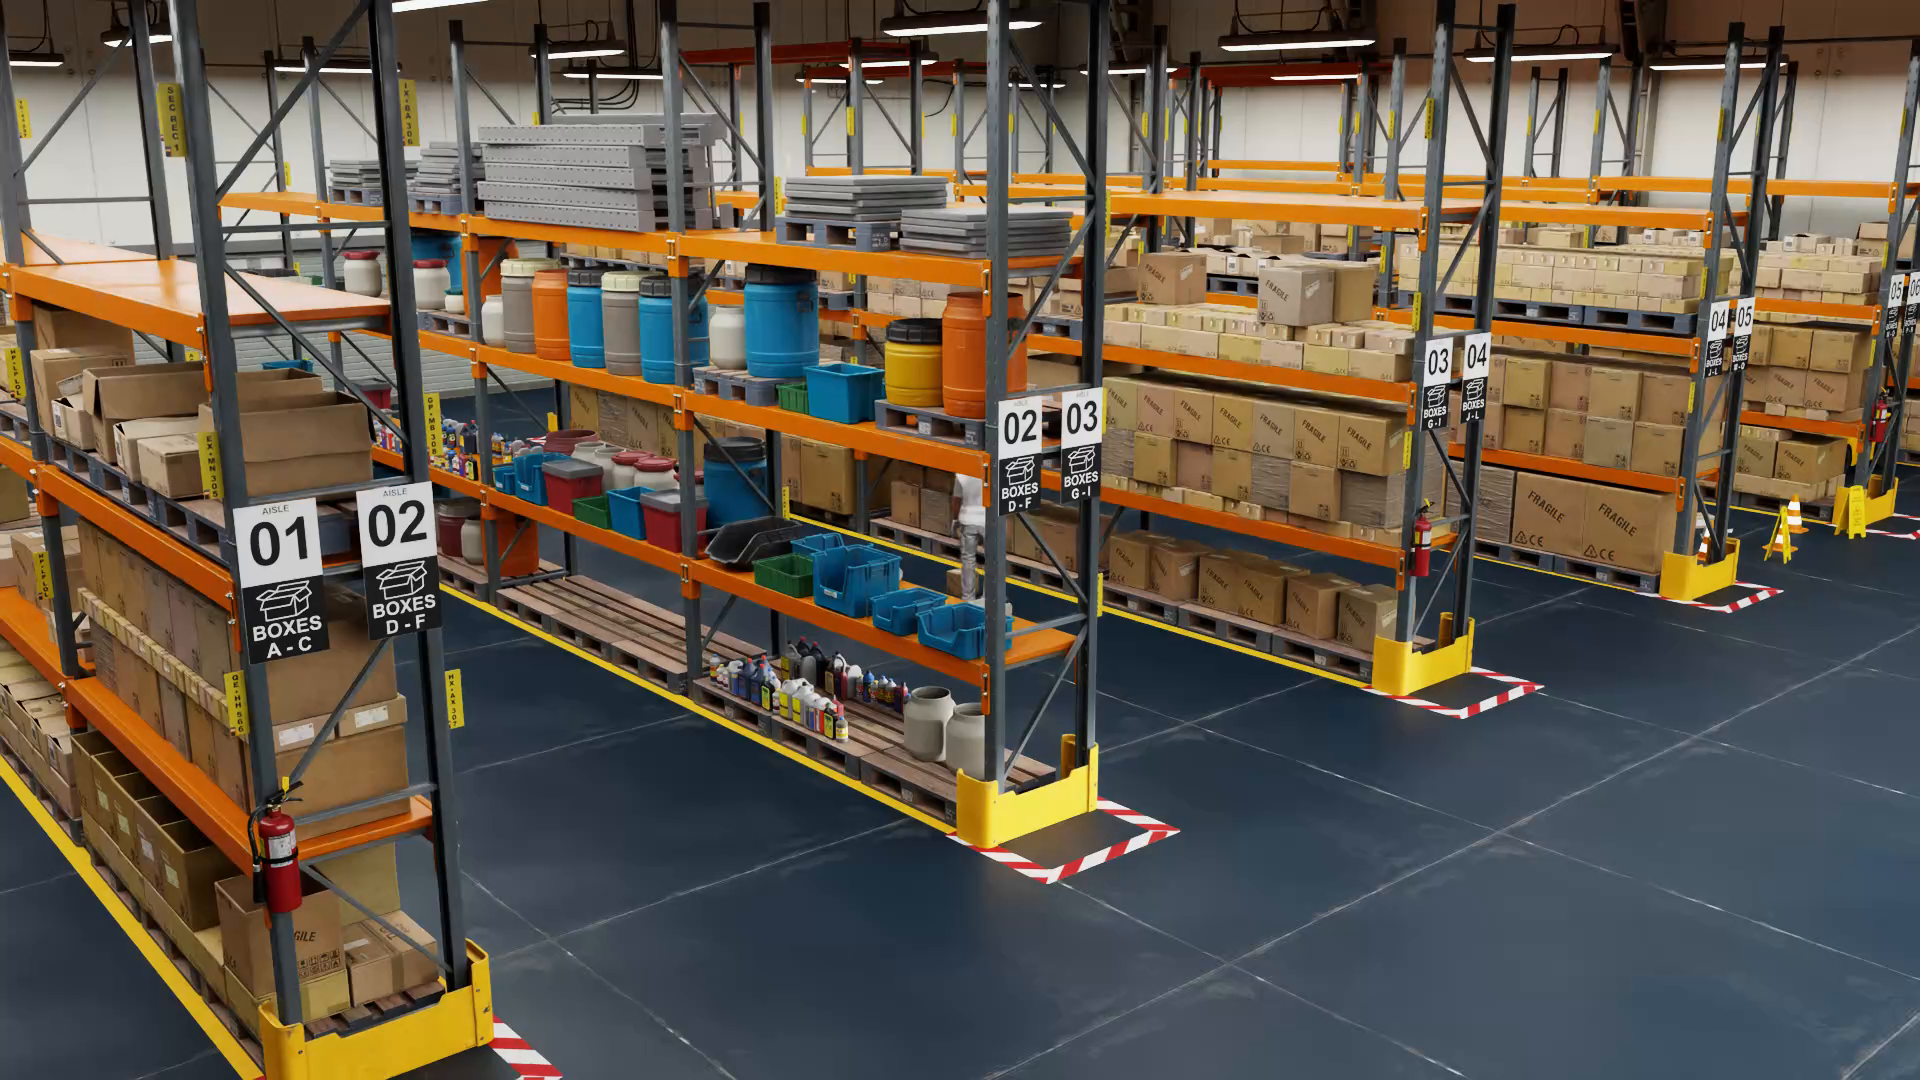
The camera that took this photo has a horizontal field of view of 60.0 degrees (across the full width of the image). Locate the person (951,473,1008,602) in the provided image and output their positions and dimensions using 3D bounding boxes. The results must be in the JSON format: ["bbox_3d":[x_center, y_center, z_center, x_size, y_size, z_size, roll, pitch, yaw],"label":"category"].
[{"bbox_3d":[0.213,-0.177,17.601,0.620,1.783,0.418,1,14,6],"label":"person"}]
